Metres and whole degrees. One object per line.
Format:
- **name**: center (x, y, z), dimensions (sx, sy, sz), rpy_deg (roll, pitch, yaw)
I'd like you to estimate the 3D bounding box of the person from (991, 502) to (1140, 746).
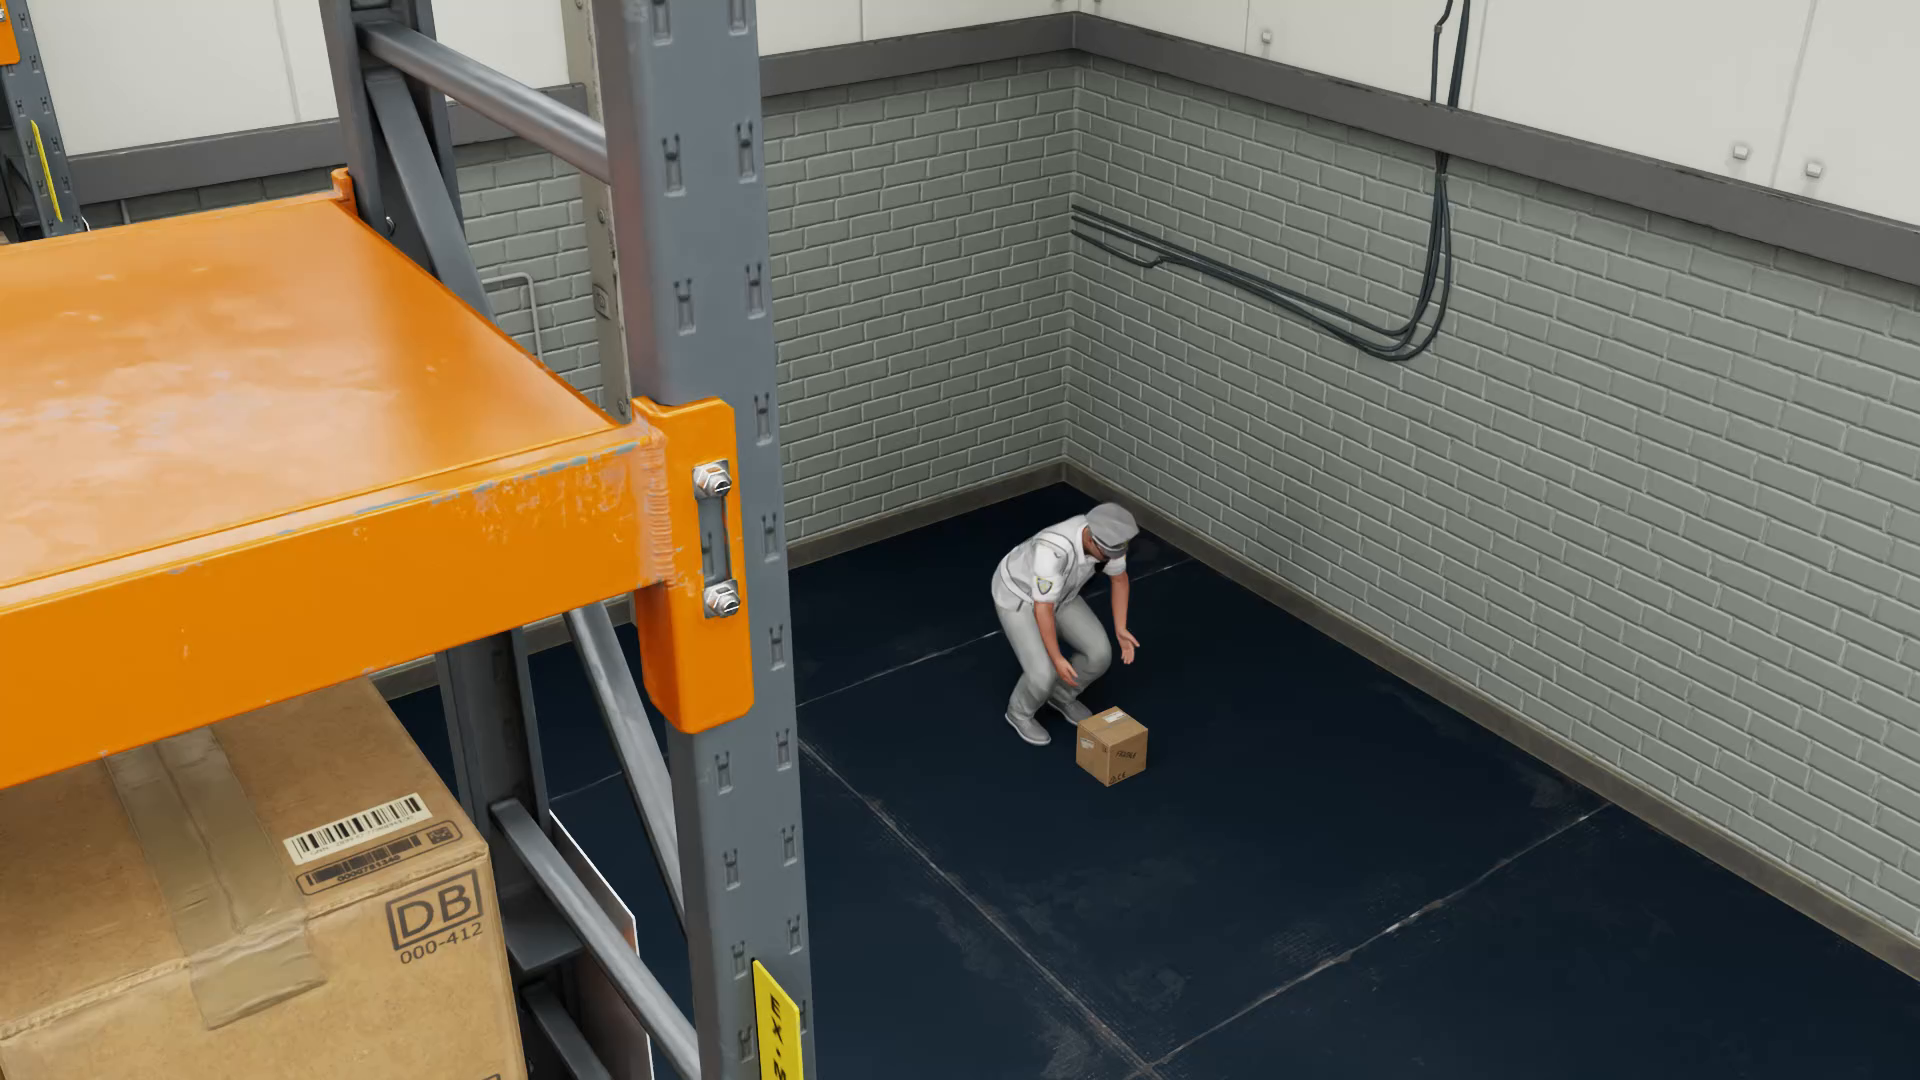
- **person**: center (0.541, 0.366, 8.339), dimensions (0.590, 1.381, 0.826), rpy_deg (-19, 34, -31)
